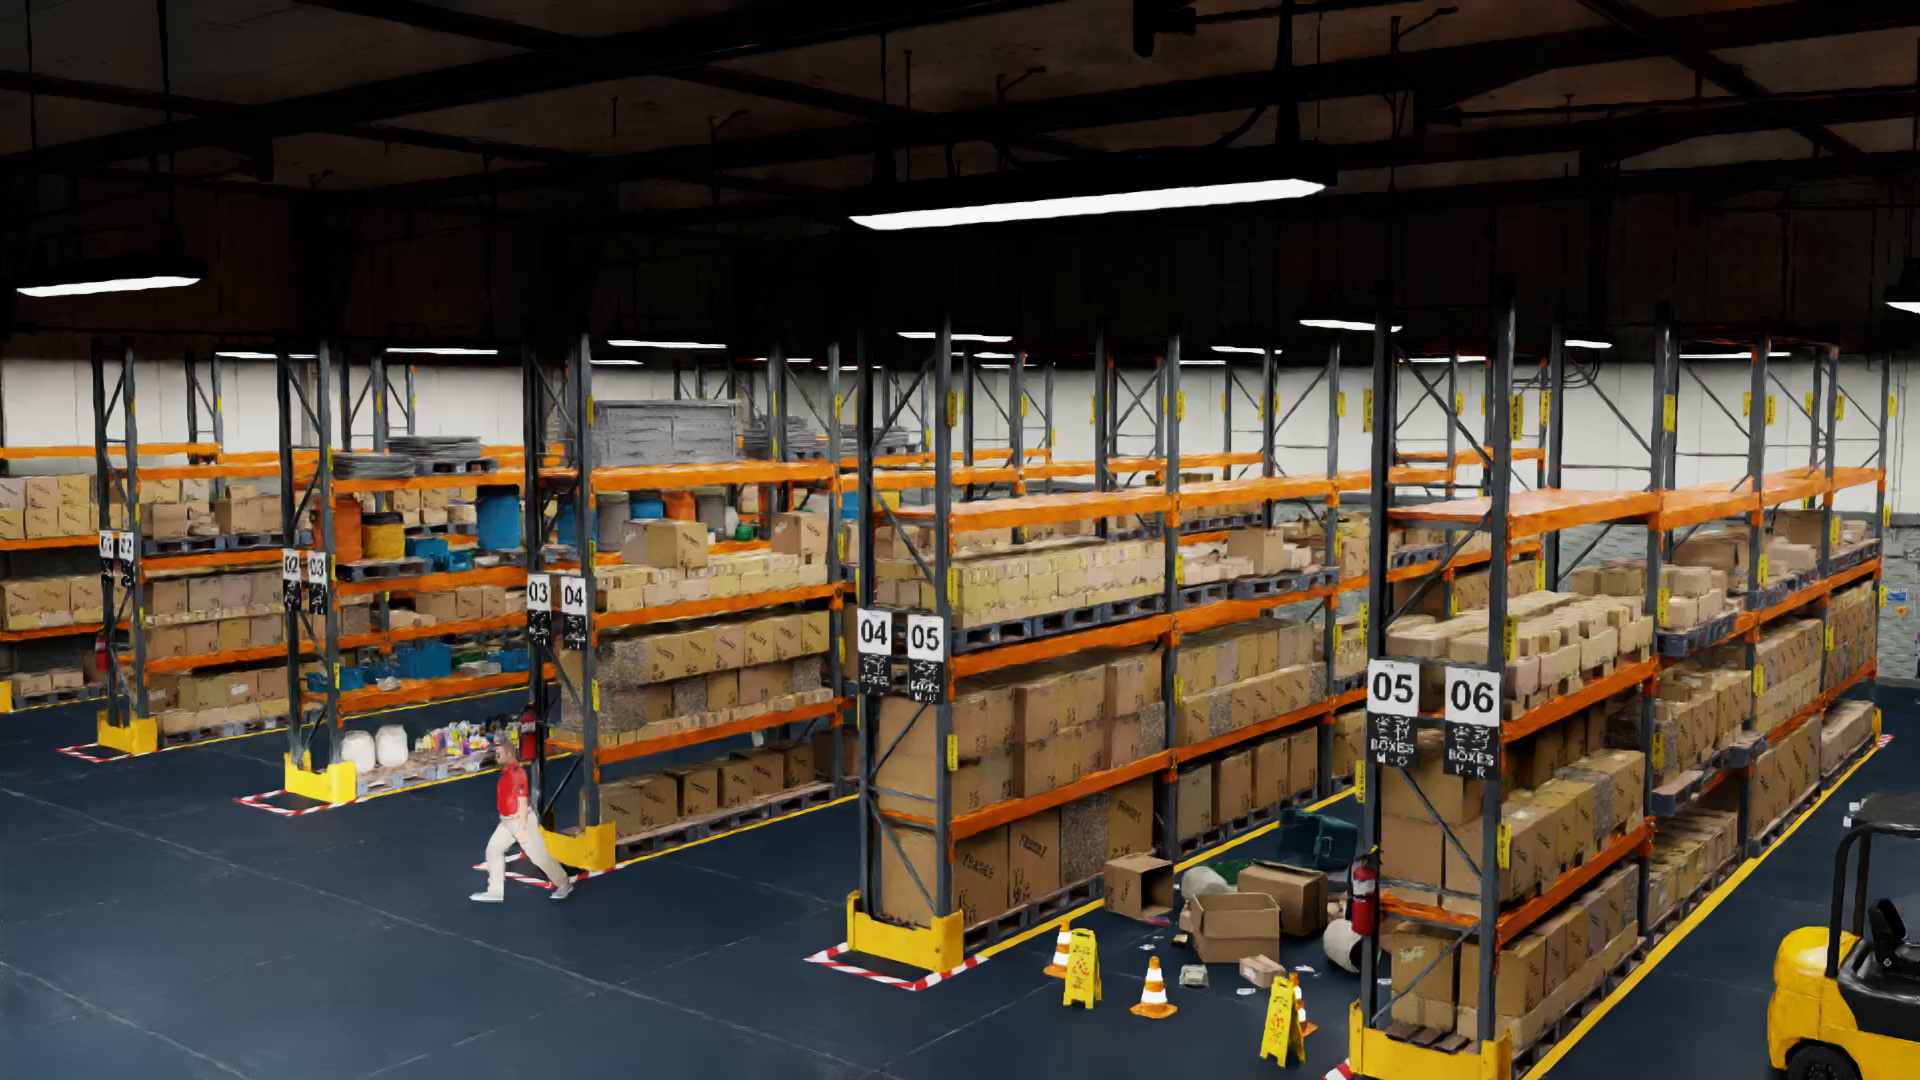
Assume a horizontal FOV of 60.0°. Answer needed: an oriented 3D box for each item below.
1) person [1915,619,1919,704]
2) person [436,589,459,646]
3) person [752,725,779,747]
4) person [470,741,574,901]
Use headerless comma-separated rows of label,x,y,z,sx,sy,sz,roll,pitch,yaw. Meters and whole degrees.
person,16.291,1.960,27.829,0.511,1.583,0.464,-1,5,-14
person,-9.580,1.685,30.858,0.479,1.567,1.090,4,6,40
person,-2.709,2.280,22.973,0.668,1.746,0.597,-3,6,-27
person,-4.462,2.860,16.926,0.978,1.665,0.584,-3,6,-31
